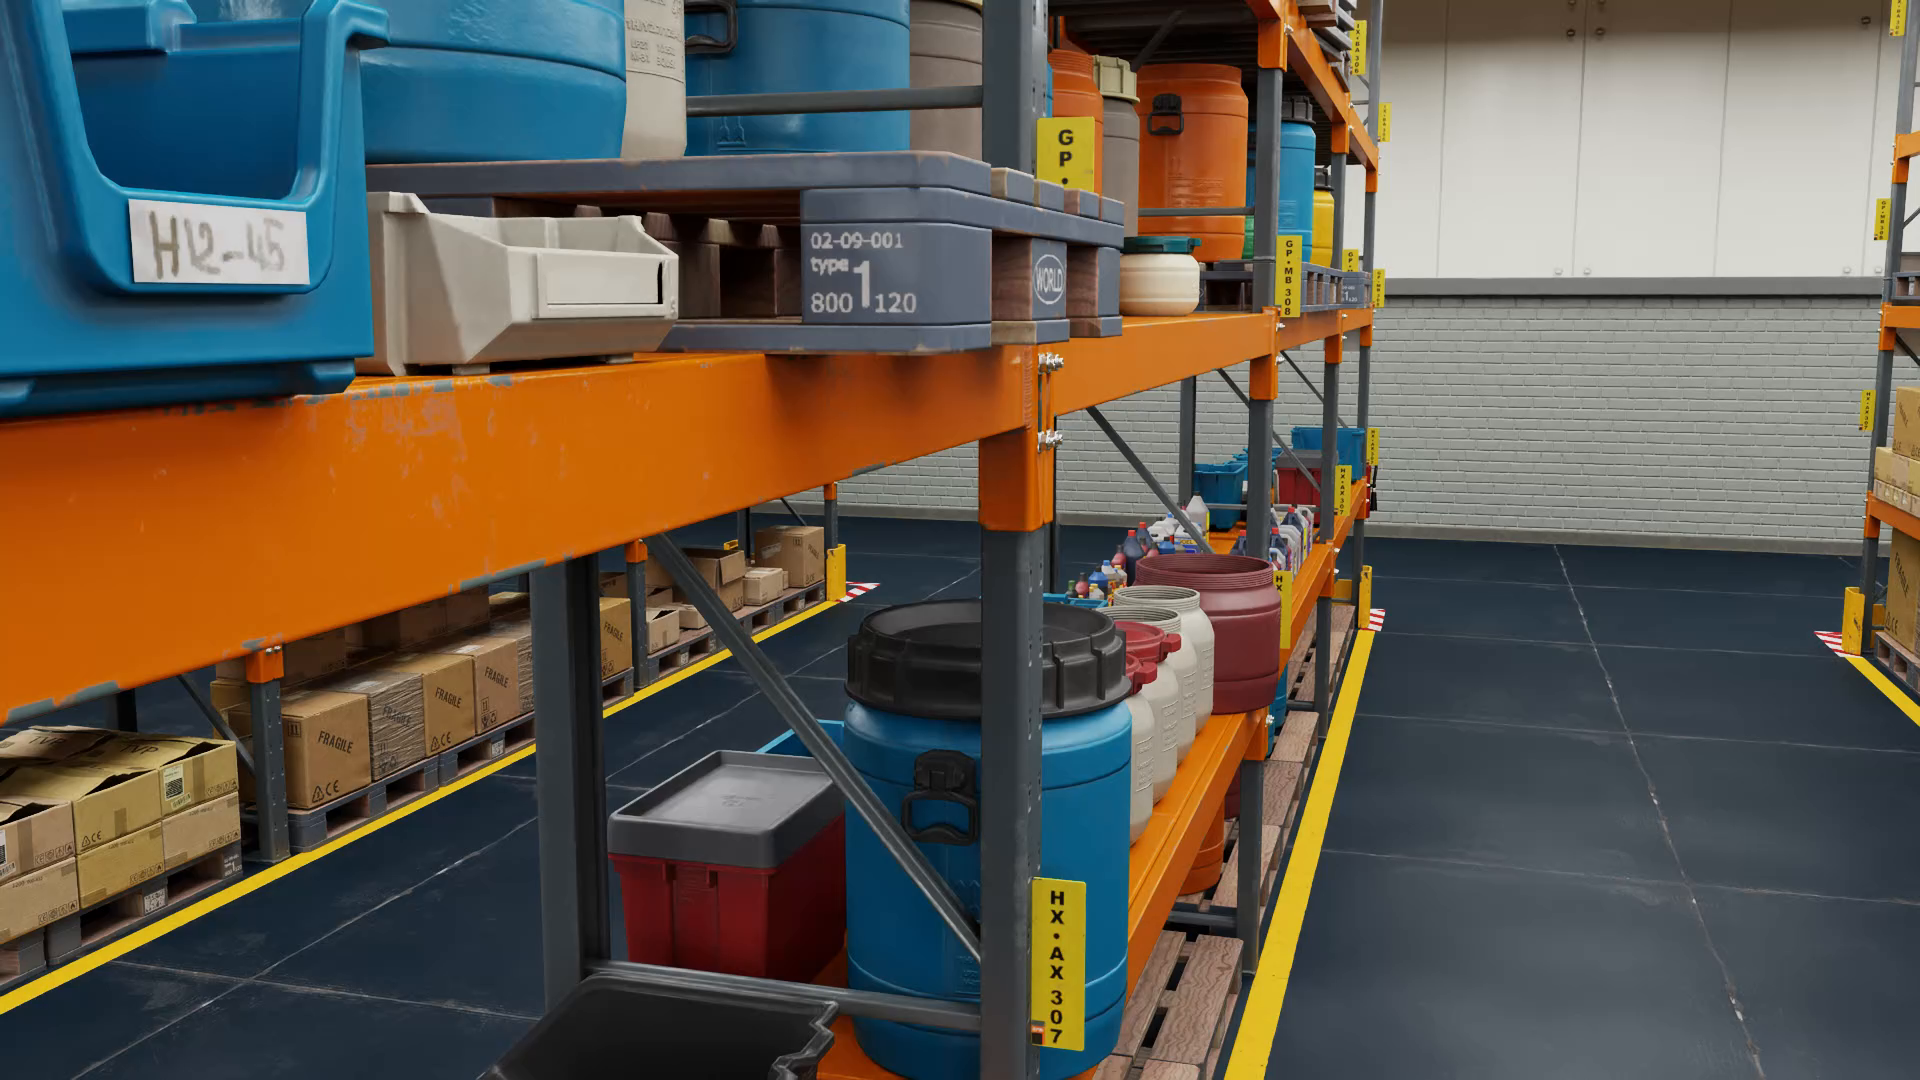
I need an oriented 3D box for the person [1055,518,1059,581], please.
[{"bbox_3d":[0.661,0.153,15.496,0.521,0.968,0.938,2,9,14],"label":"person"}]
